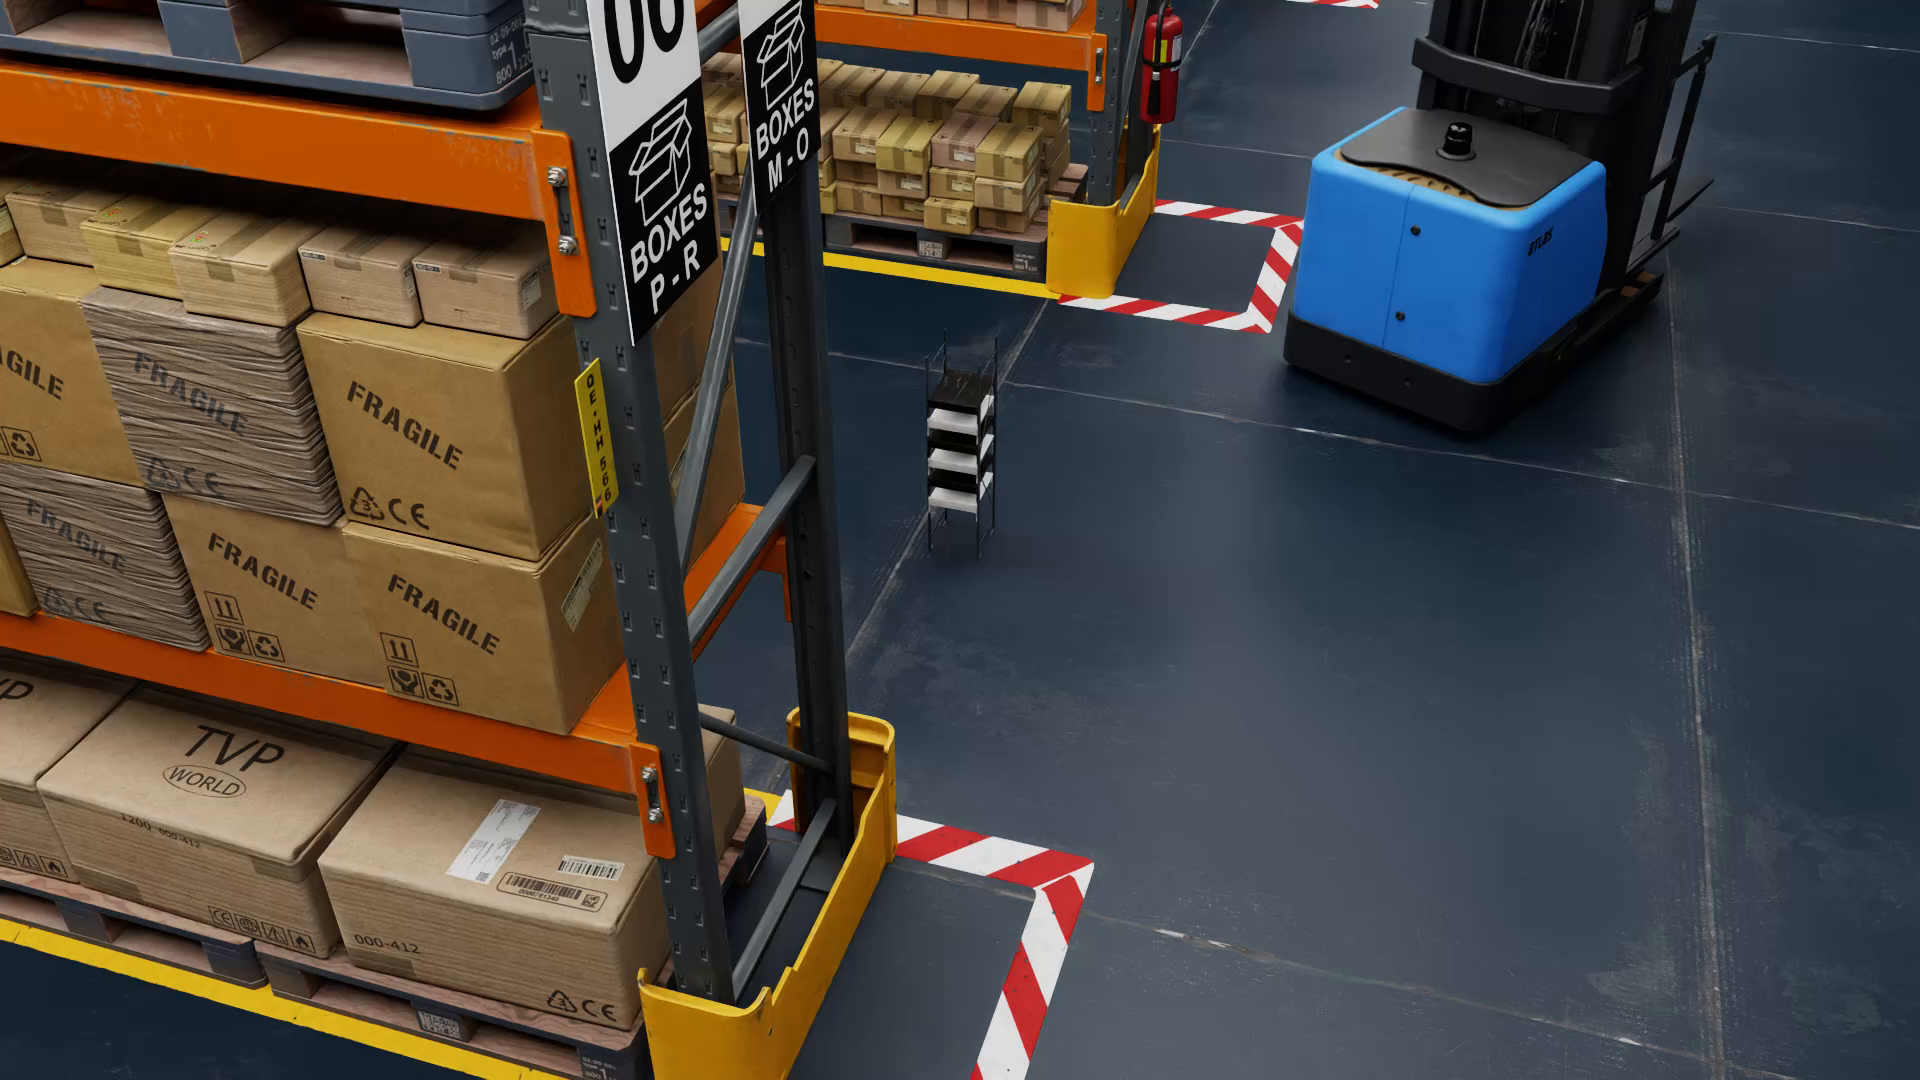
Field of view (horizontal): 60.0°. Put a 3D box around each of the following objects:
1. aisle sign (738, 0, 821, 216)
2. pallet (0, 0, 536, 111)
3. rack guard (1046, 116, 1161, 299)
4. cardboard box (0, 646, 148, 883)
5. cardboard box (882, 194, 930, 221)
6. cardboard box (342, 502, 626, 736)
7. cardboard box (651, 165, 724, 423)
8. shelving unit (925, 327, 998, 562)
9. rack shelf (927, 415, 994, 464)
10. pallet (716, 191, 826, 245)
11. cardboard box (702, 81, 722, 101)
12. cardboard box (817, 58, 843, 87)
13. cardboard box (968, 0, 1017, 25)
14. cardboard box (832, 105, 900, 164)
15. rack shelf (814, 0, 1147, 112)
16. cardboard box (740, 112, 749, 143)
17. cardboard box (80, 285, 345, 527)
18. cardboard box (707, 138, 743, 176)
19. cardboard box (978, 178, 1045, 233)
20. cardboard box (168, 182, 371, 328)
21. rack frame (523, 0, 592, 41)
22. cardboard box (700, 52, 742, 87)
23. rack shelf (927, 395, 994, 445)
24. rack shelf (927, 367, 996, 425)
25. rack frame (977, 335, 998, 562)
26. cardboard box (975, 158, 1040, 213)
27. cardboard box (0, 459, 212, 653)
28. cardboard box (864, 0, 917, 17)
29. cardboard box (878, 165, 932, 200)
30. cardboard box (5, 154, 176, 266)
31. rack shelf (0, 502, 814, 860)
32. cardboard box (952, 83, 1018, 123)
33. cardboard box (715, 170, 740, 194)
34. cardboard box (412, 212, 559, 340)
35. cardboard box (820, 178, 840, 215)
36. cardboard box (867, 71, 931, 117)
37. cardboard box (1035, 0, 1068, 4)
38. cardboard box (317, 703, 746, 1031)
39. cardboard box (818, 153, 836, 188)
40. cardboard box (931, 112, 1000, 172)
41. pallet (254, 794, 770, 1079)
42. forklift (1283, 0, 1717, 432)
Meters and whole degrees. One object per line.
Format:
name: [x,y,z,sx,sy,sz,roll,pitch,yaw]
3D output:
aisle sign: [-0.391,-1.141,3.577,0.004,0.787,0.394,10,38,14]
pallet: [-1.257,-1.241,3.449,1.213,0.211,1.003,10,38,14]
rack guard: [0.761,-1.768,8.731,0.348,0.500,1.175,10,38,14]
cardboard box: [-2.942,0.542,5.290,0.875,0.438,0.875,9,37,13]
cardboard box: [-0.233,-1.841,8.772,0.250,0.149,0.380,10,38,14]
cardboard box: [-1.085,0.081,4.025,0.500,0.500,0.500,11,38,14]
cardboard box: [-0.919,-0.632,4.150,0.500,0.500,0.500,10,37,13]
shelving unit: [0.008,-0.361,6.481,0.210,0.900,0.258,10,38,14]
rack shelf: [0.008,-0.407,6.448,0.200,0.077,0.258,10,38,14]
pallet: [-1.164,-2.032,9.333,1.213,0.211,1.003,10,38,14]
cardboard box: [-1.457,-2.326,8.929,0.250,0.149,0.380,9,37,12]
cardboard box: [-0.827,-2.528,9.204,0.250,0.149,0.380,11,38,15]
cardboard box: [0.212,-2.623,7.996,0.250,0.149,0.380,10,38,14]
cardboard box: [-0.483,-2.105,8.628,0.250,0.149,0.380,9,37,12]
rack shelf: [-1.075,-2.825,8.665,4.000,0.370,1.077,10,38,14]
cardboard box: [-0.975,-2.230,8.798,0.250,0.149,0.380,9,37,12]
cardboard box: [-1.585,-0.412,3.852,0.500,0.500,0.500,11,38,14]
cardboard box: [-1.260,-2.098,8.870,0.250,0.149,0.380,11,38,14]
cardboard box: [0.269,-1.758,8.658,0.250,0.149,0.380,11,38,15]
cardboard box: [-1.469,-0.627,3.596,0.250,0.149,0.380,10,38,13]
rack frame: [-0.546,-2.359,2.364,0.127,3.000,1.000,10,38,14]
cardboard box: [-1.300,-2.625,9.334,0.250,0.149,0.380,9,37,12]
rack shelf: [0.008,-0.479,6.394,0.200,0.077,0.258,10,38,14]
rack shelf: [0.008,-0.552,6.341,0.200,0.077,0.258,10,38,14]
rack frame: [0.105,-0.343,6.457,0.006,0.900,0.240,10,38,14]
cardboard box: [0.245,-1.834,8.511,0.250,0.149,0.380,10,37,13]
cardboard box: [-2.054,-0.101,4.273,0.500,0.500,0.500,12,38,15]
cardboard box: [-0.282,-2.691,8.088,0.250,0.149,0.380,11,38,15]
cardboard box: [-0.252,-1.925,8.635,0.250,0.149,0.380,9,37,12]
cardboard box: [-1.926,-0.781,3.805,0.250,0.149,0.380,10,38,13]
rack shelf: [-2.455,-0.007,4.836,4.000,0.370,1.077,10,38,14]
cardboard box: [0.136,-2.288,8.877,0.250,0.149,0.380,11,38,15]
cardboard box: [-1.208,-2.034,9.034,0.250,0.149,0.380,12,38,15]
cardboard box: [-0.948,-0.597,3.556,0.250,0.149,0.380,11,38,15]
cardboard box: [-0.735,-1.887,8.834,0.250,0.149,0.380,9,37,12]
cardboard box: [-0.328,-2.402,9.031,0.250,0.149,0.380,9,37,12]
cardboard box: [0.328,-2.855,7.764,0.500,0.500,0.500,11,38,15]
cardboard box: [-1.206,0.860,4.859,0.875,0.438,0.875,9,37,12]
cardboard box: [-0.750,-2.009,8.749,0.250,0.149,0.380,11,38,15]
cardboard box: [0.030,-2.049,8.553,0.250,0.149,0.380,11,38,15]
pallet: [-1.332,1.083,5.101,1.213,0.211,1.003,10,38,14]
forklift: [2.866,-2.446,7.601,1.130,2.935,3.031,28,44,32]
